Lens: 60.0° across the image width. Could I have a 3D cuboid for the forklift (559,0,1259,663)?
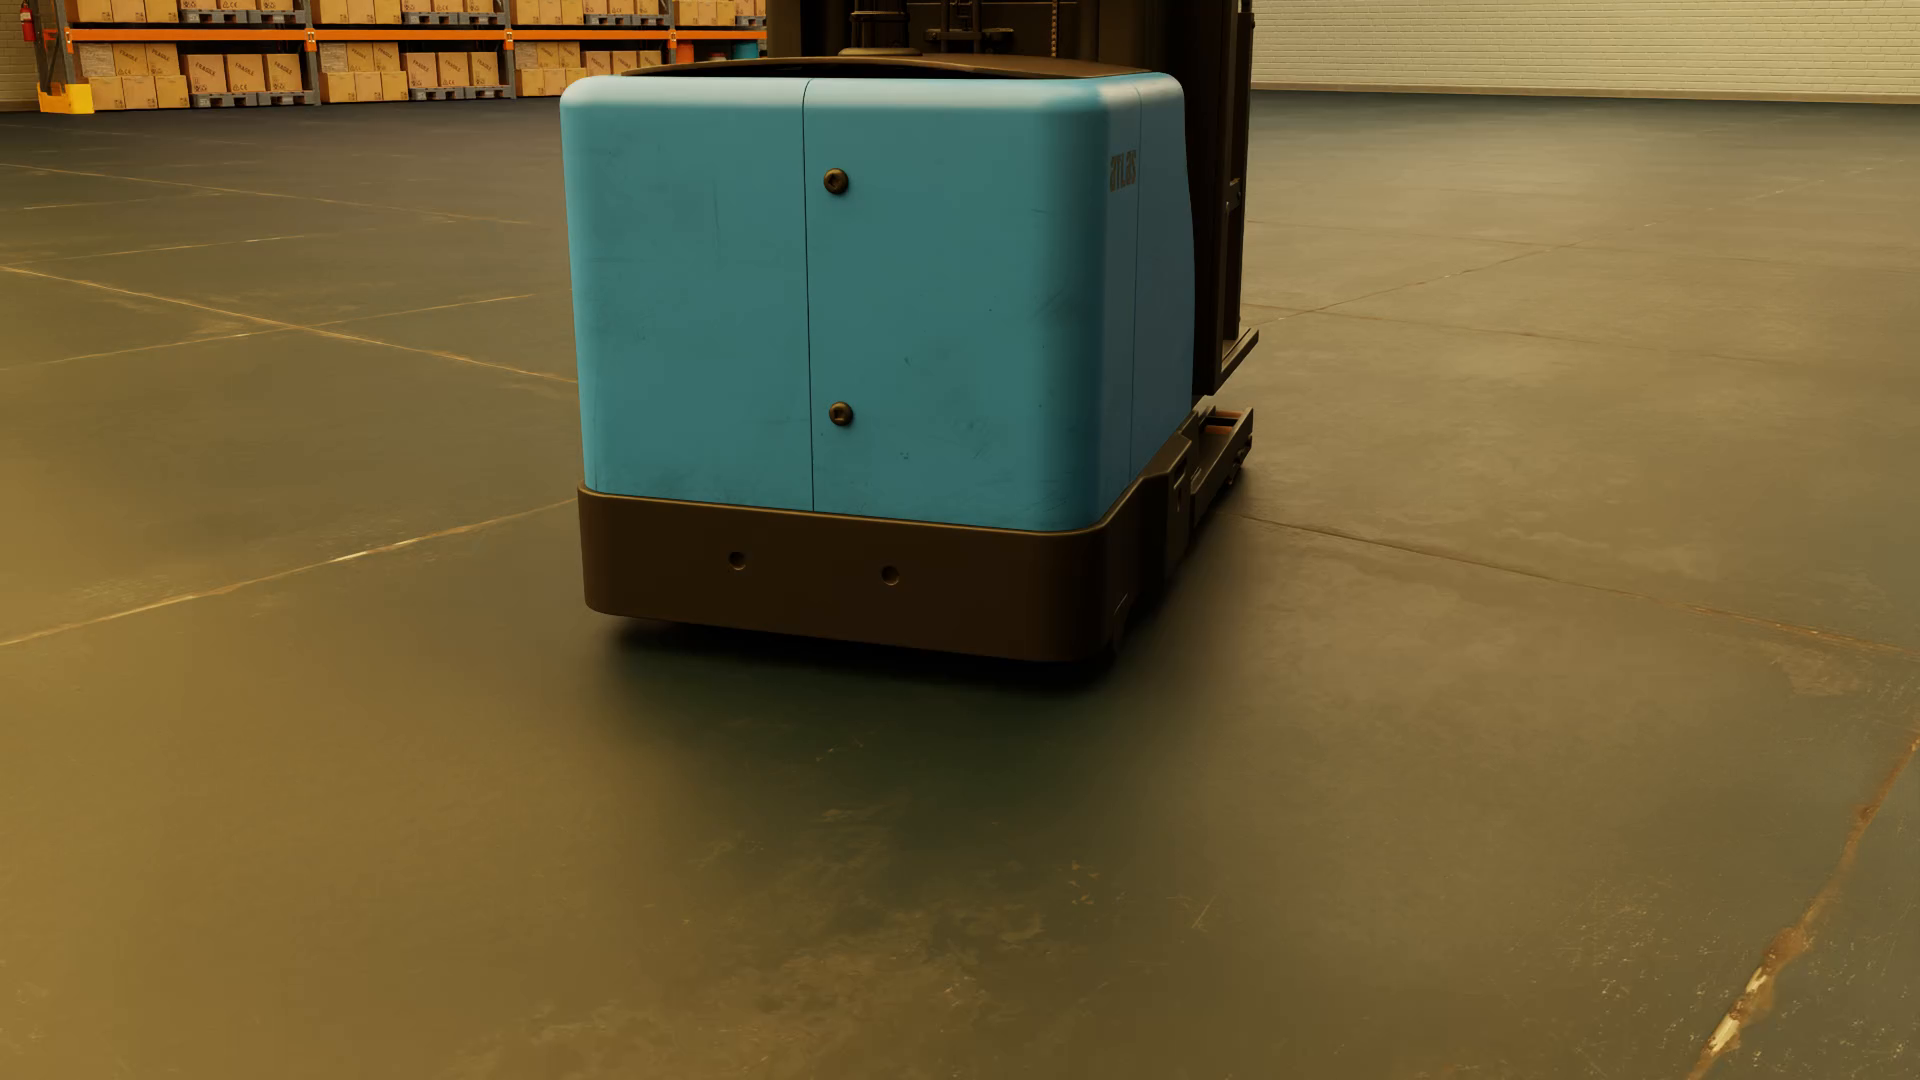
[{"bbox_3d":[0.182,-1.571,4.072,1.130,2.935,3.031,5,18,17],"label":"forklift"}]
